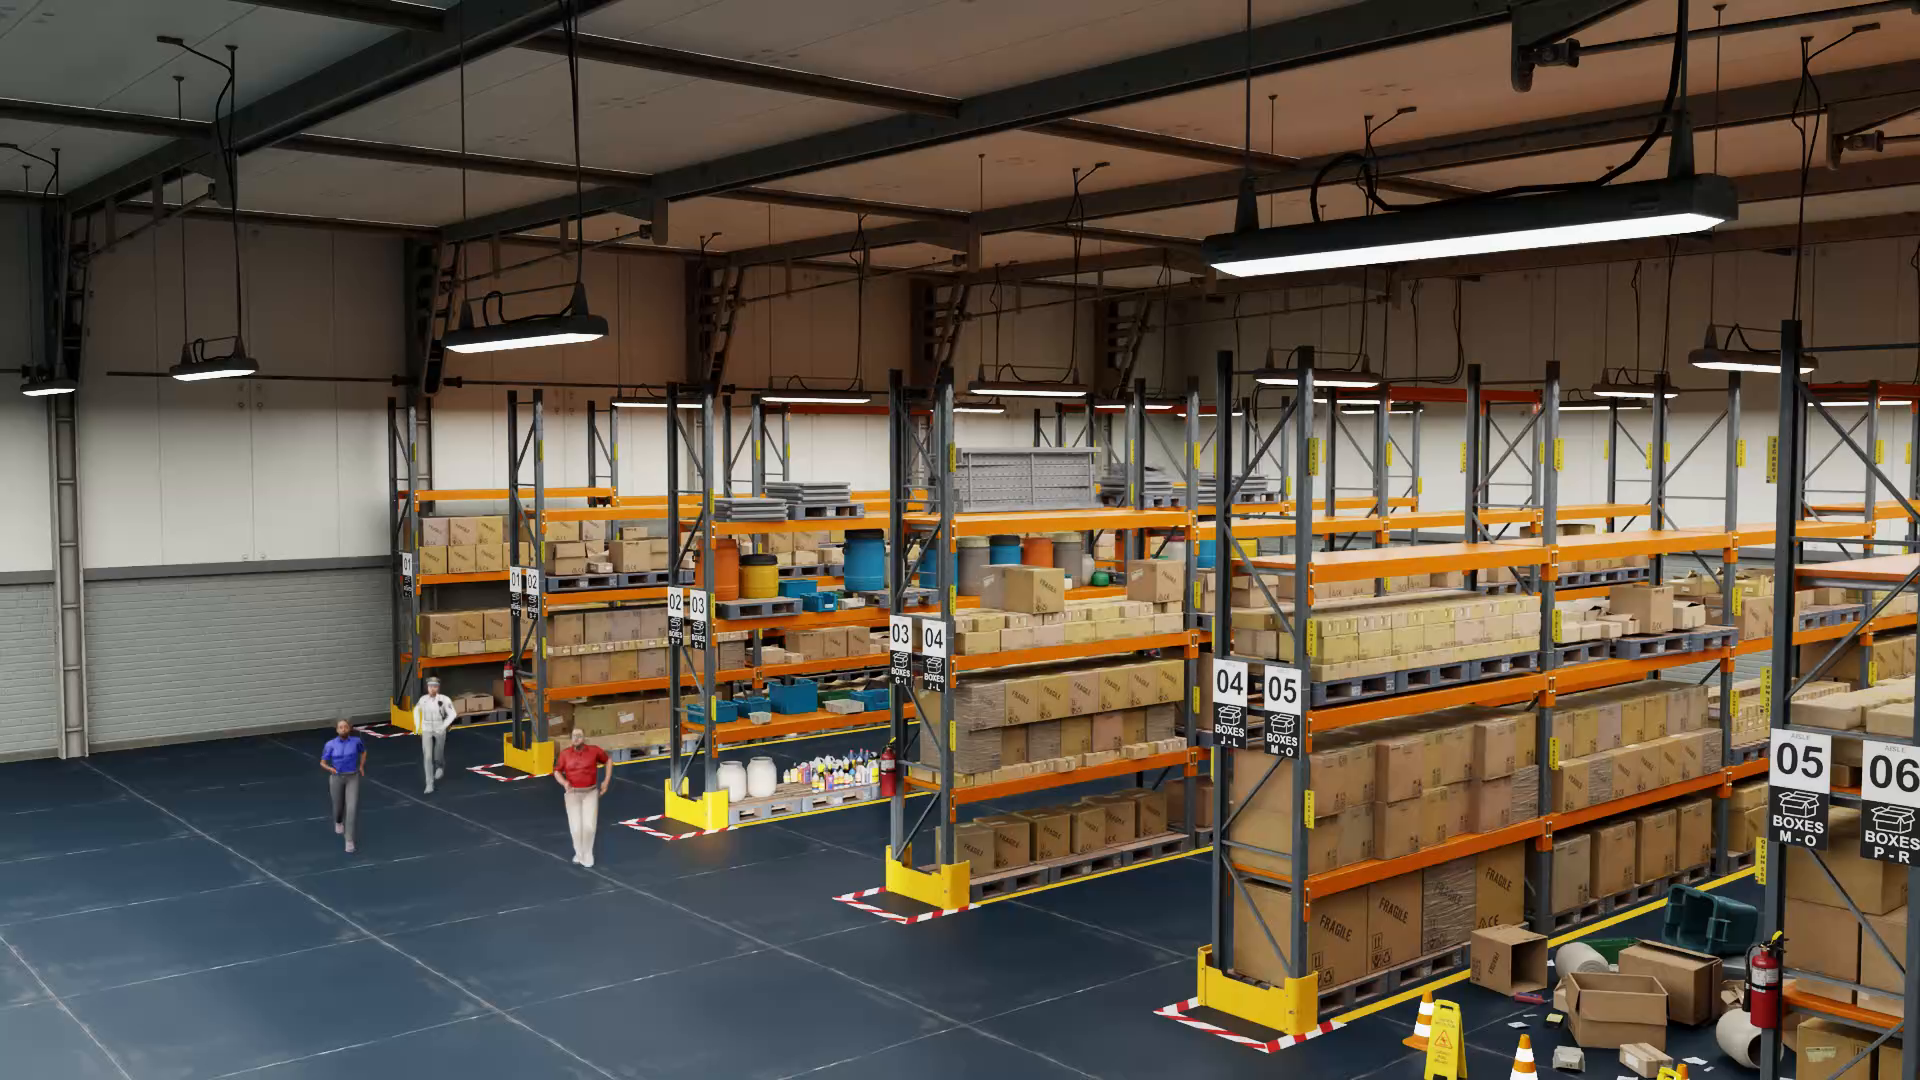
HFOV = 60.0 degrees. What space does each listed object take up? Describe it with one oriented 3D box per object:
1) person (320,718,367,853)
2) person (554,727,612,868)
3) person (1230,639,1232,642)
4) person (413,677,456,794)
[{"bbox_3d":[-7.864,3.105,21.255,0.581,1.642,0.892,-2,4,-25],"label":"person"},{"bbox_3d":[-4.607,3.144,20.268,0.674,1.721,0.680,0,3,-5],"label":"person"},{"bbox_3d":[5.779,2.311,34.571,0.575,1.724,0.883,3,4,38],"label":"person"},{"bbox_3d":[-7.873,2.886,24.917,0.640,1.700,0.854,-1,3,-10],"label":"person"}]
